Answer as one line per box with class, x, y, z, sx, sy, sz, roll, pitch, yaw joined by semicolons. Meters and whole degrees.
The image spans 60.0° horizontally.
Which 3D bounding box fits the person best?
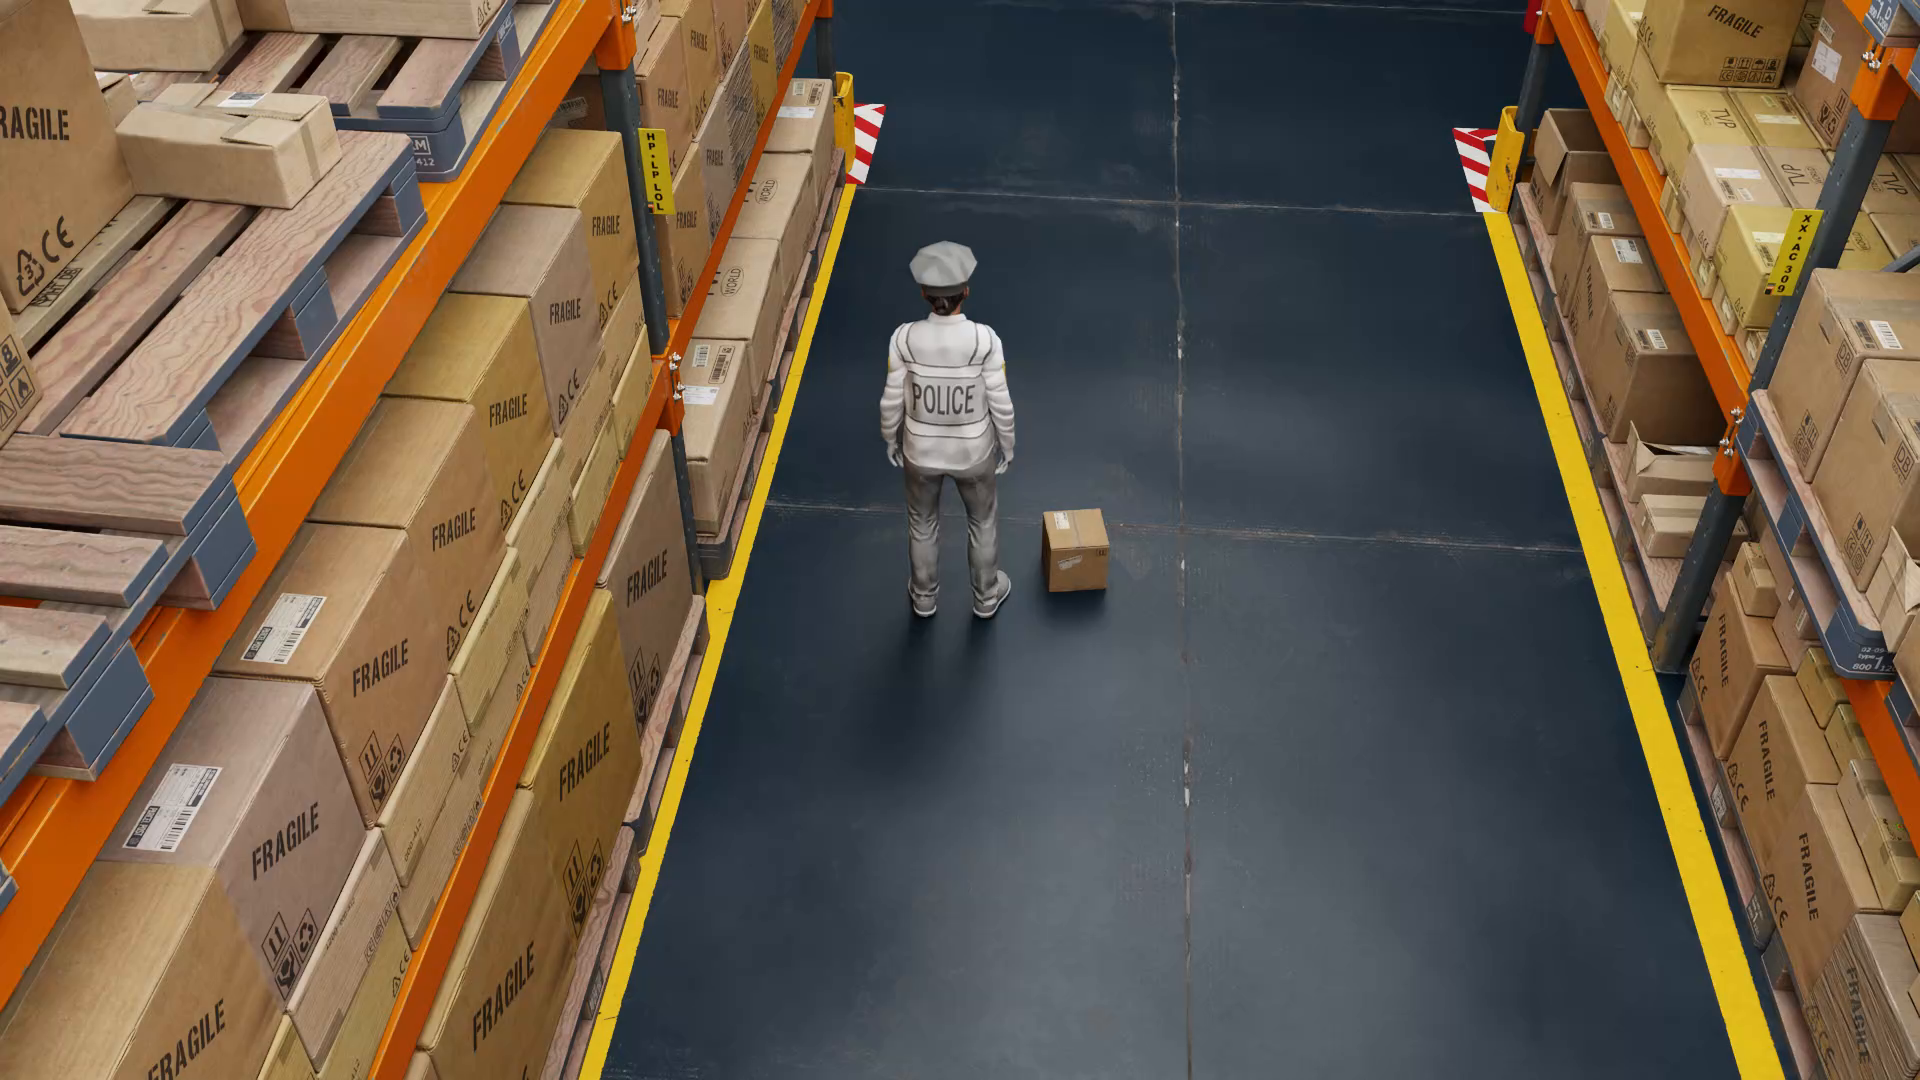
person;-0.044;-0.379;6.600;0.530;1.663;0.342;3;40;4
